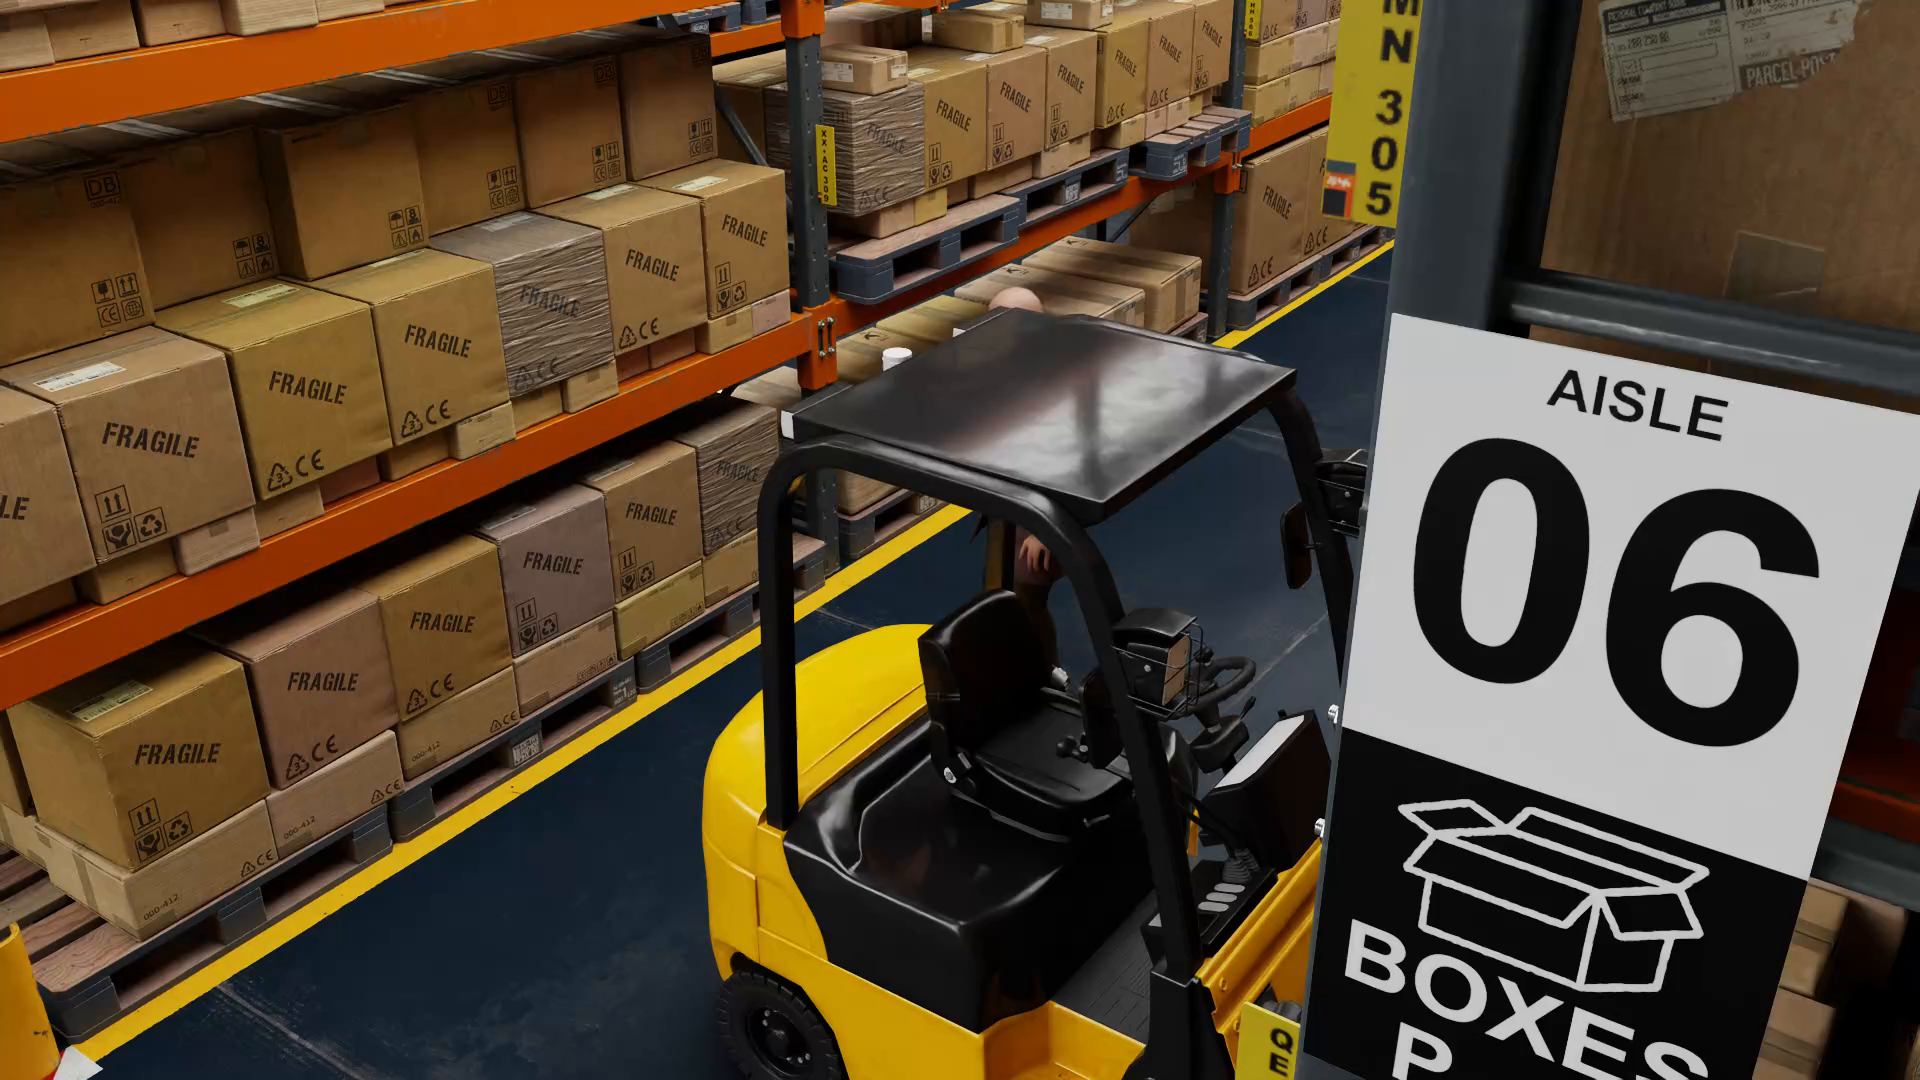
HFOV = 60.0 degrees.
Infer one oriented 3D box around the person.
[{"bbox_3d":[0.239,-0.131,6.394,0.426,1.773,0.639,-8,28,-16],"label":"person"}]
